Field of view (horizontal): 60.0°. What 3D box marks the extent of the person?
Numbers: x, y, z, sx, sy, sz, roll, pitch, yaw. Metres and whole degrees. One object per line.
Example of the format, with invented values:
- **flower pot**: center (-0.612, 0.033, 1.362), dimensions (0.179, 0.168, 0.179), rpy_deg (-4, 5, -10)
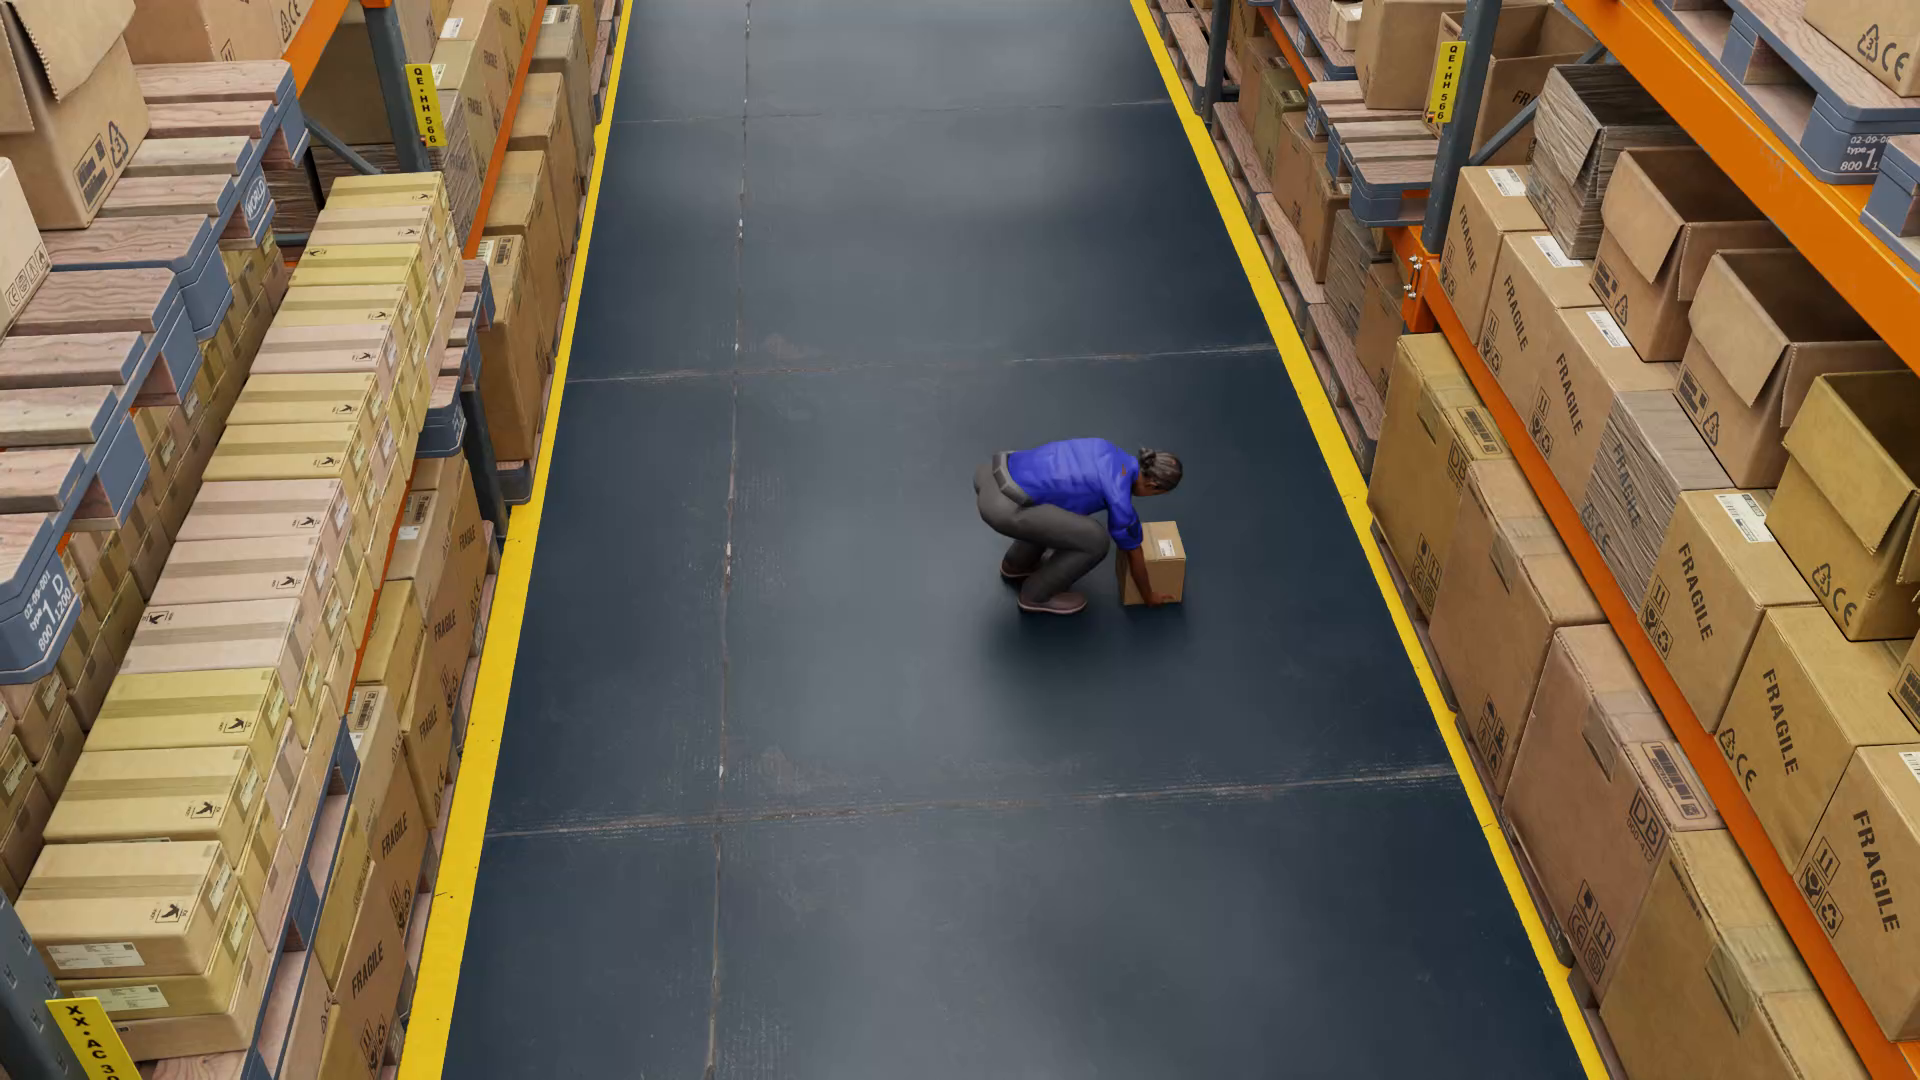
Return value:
- **person**: center (0.488, -0.074, 6.987), dimensions (0.871, 0.770, 0.459), rpy_deg (-4, 40, -5)
